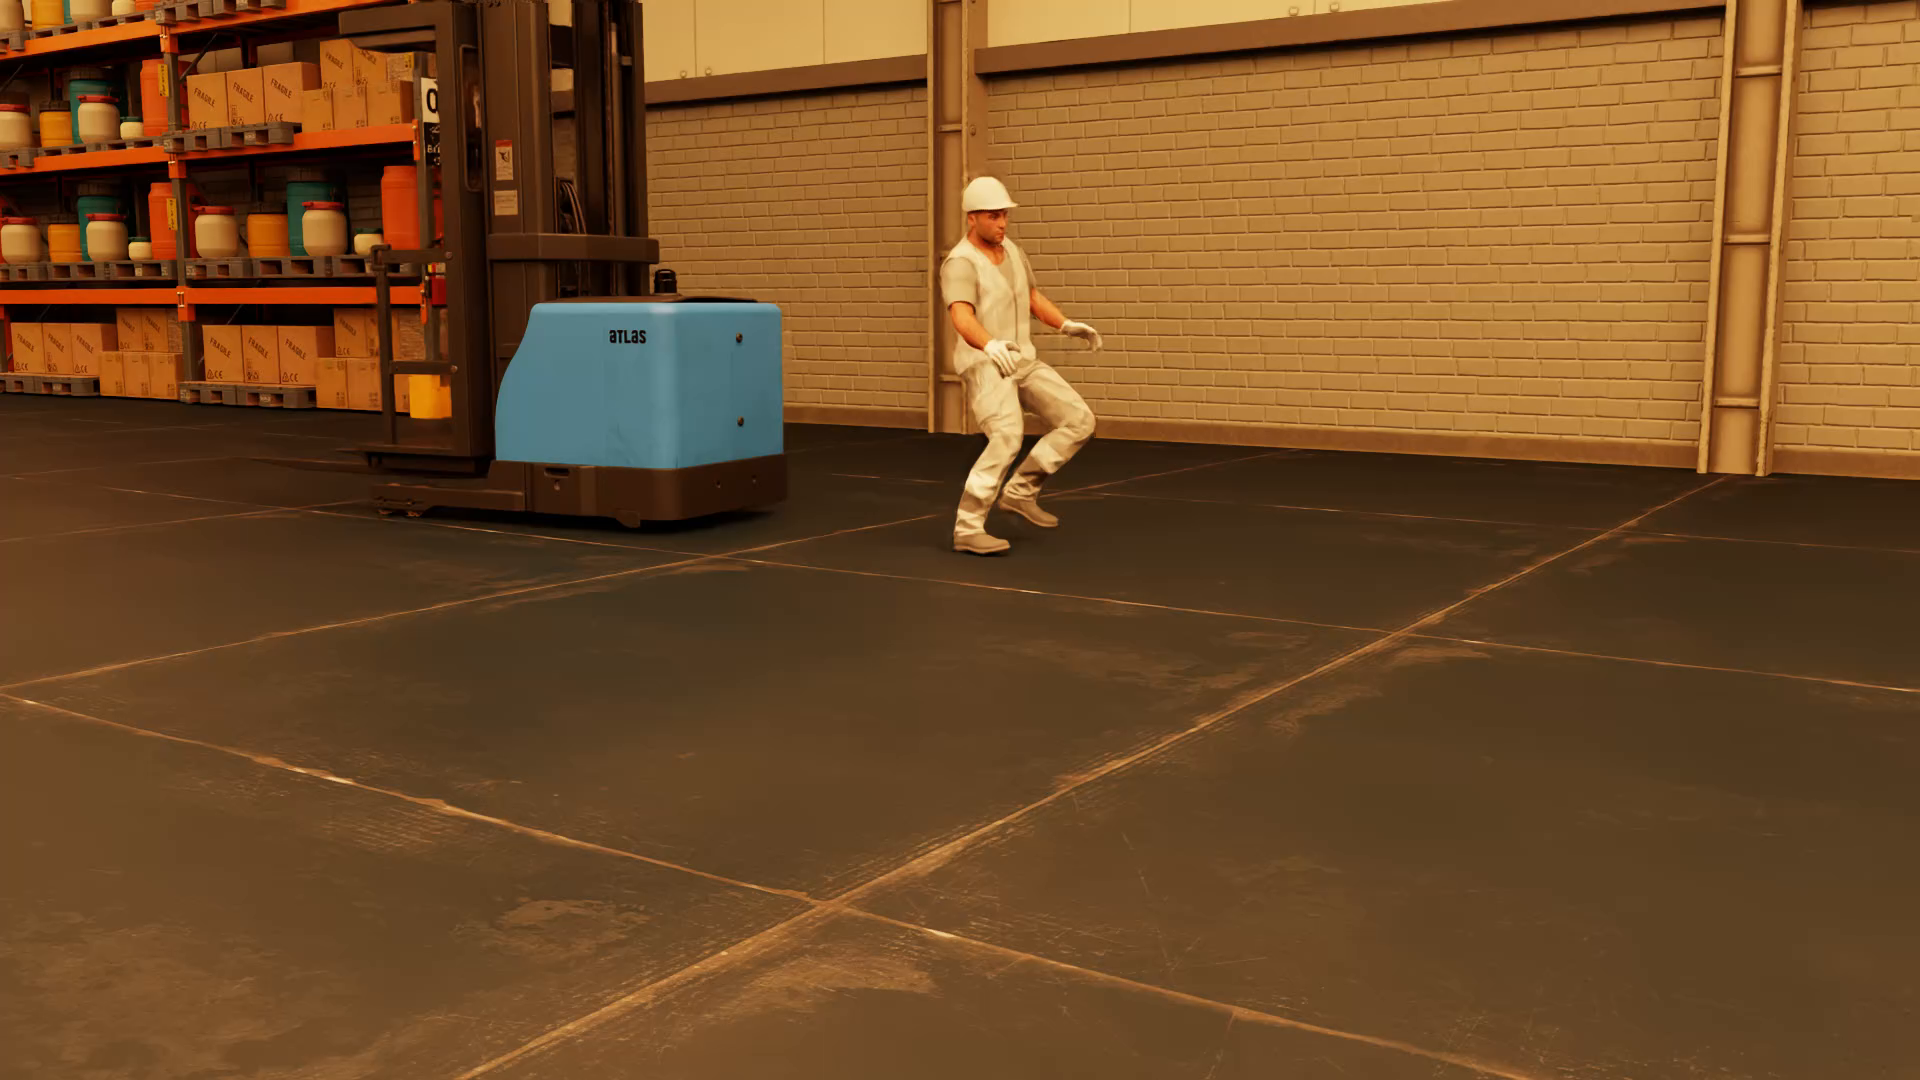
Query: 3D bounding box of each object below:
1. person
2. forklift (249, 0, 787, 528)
[{"bbox_3d":[0.251,-0.785,7.388,0.632,1.624,0.907,6,10,38],"label":"person"},{"bbox_3d":[-2.437,-1.626,8.628,3.031,2.935,1.130,4,9,27],"label":"forklift"}]
